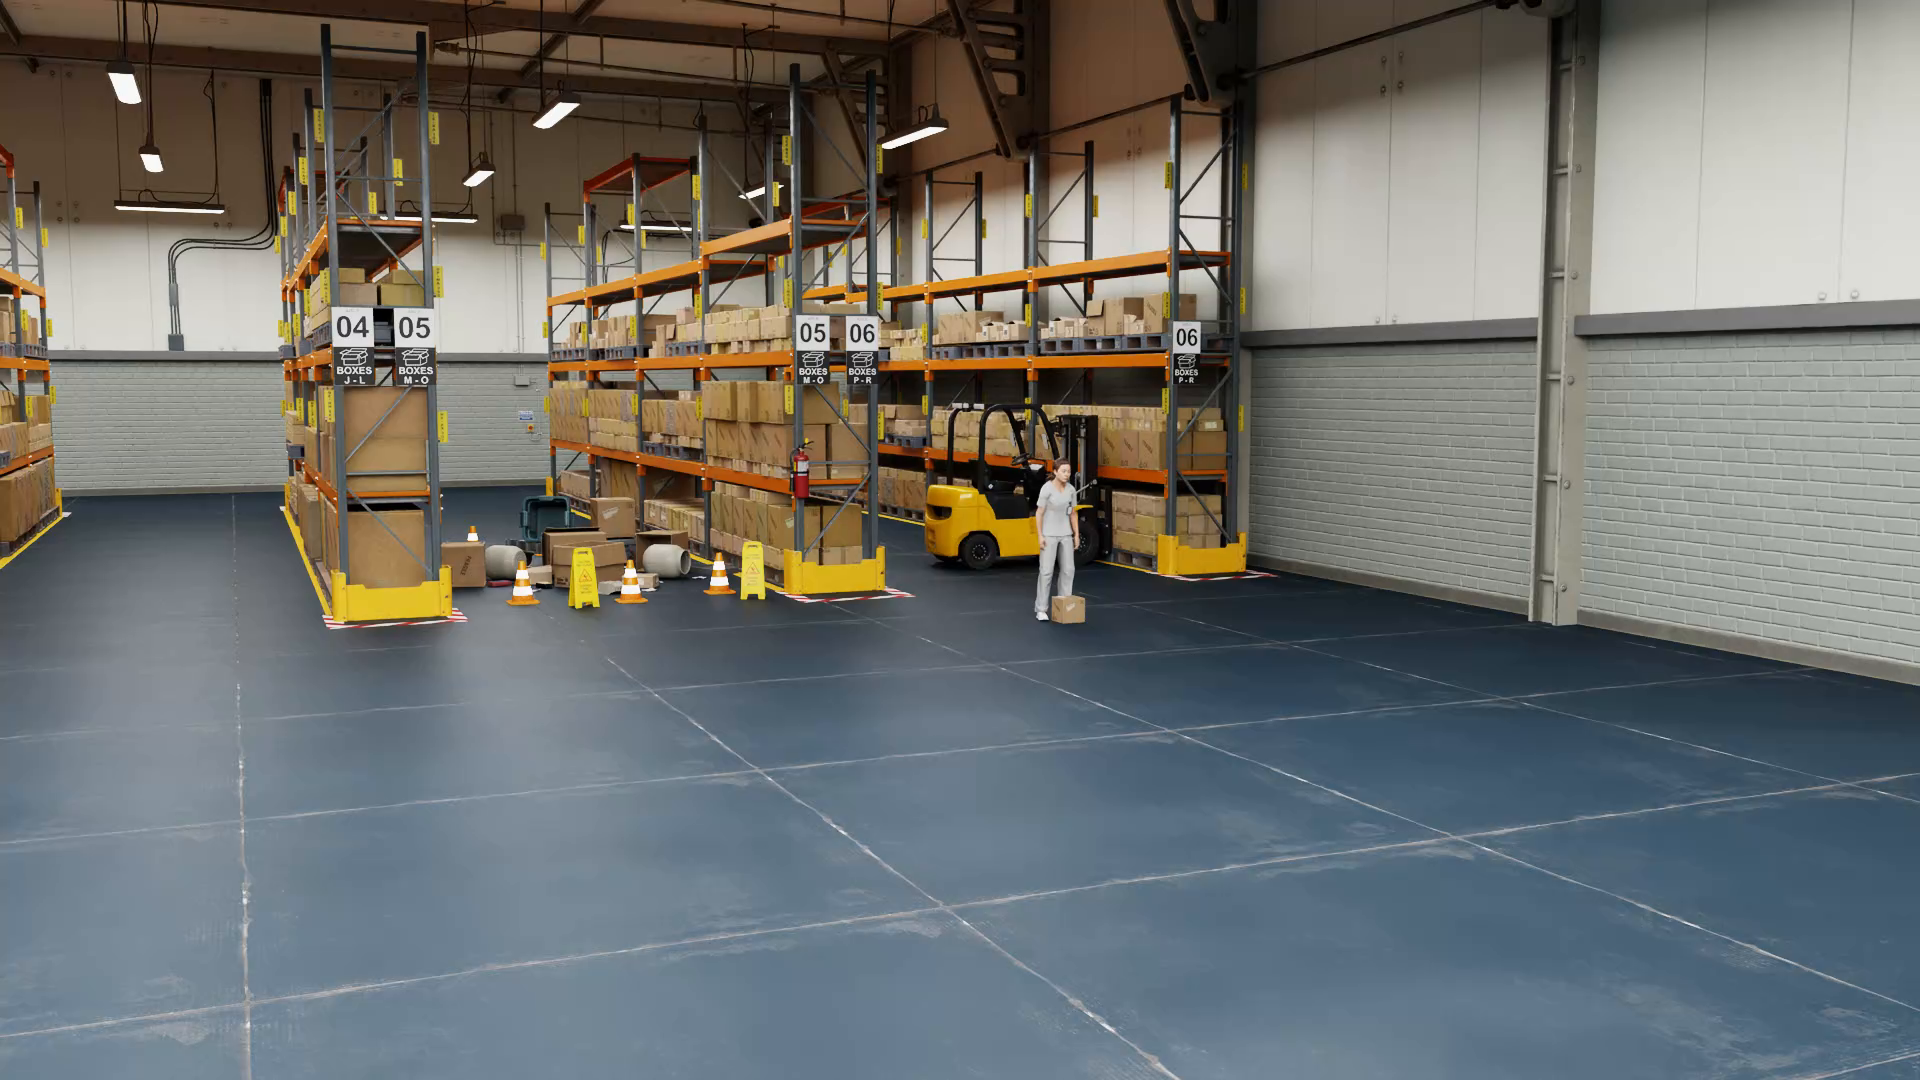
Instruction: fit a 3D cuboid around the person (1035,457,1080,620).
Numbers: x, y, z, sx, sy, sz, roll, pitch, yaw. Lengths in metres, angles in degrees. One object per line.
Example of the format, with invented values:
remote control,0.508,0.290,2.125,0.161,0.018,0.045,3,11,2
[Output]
person,1.015,-0.016,17.148,0.508,1.669,0.407,-3,6,-26
